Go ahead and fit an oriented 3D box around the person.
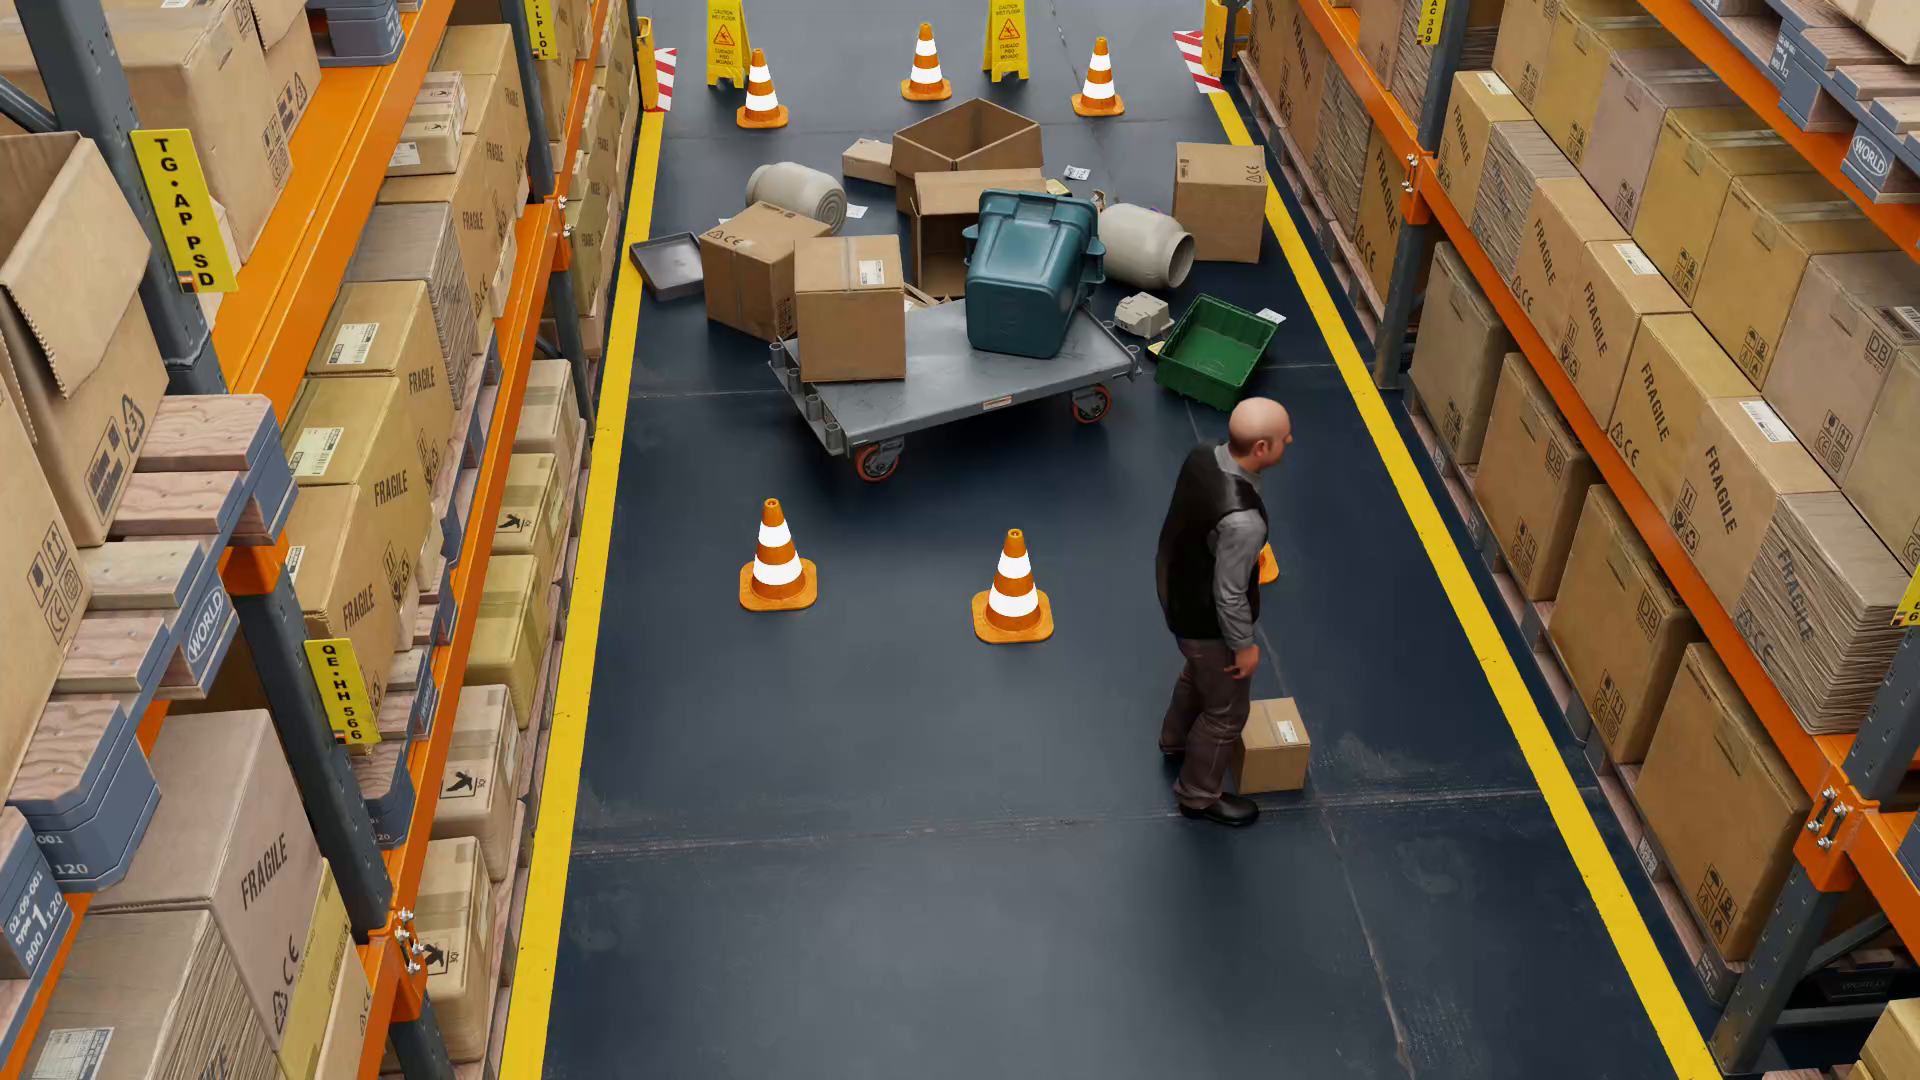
[{"bbox_3d":[0.895,0.239,5.876,0.418,1.721,0.581,-3,39,-4],"label":"person"}]
